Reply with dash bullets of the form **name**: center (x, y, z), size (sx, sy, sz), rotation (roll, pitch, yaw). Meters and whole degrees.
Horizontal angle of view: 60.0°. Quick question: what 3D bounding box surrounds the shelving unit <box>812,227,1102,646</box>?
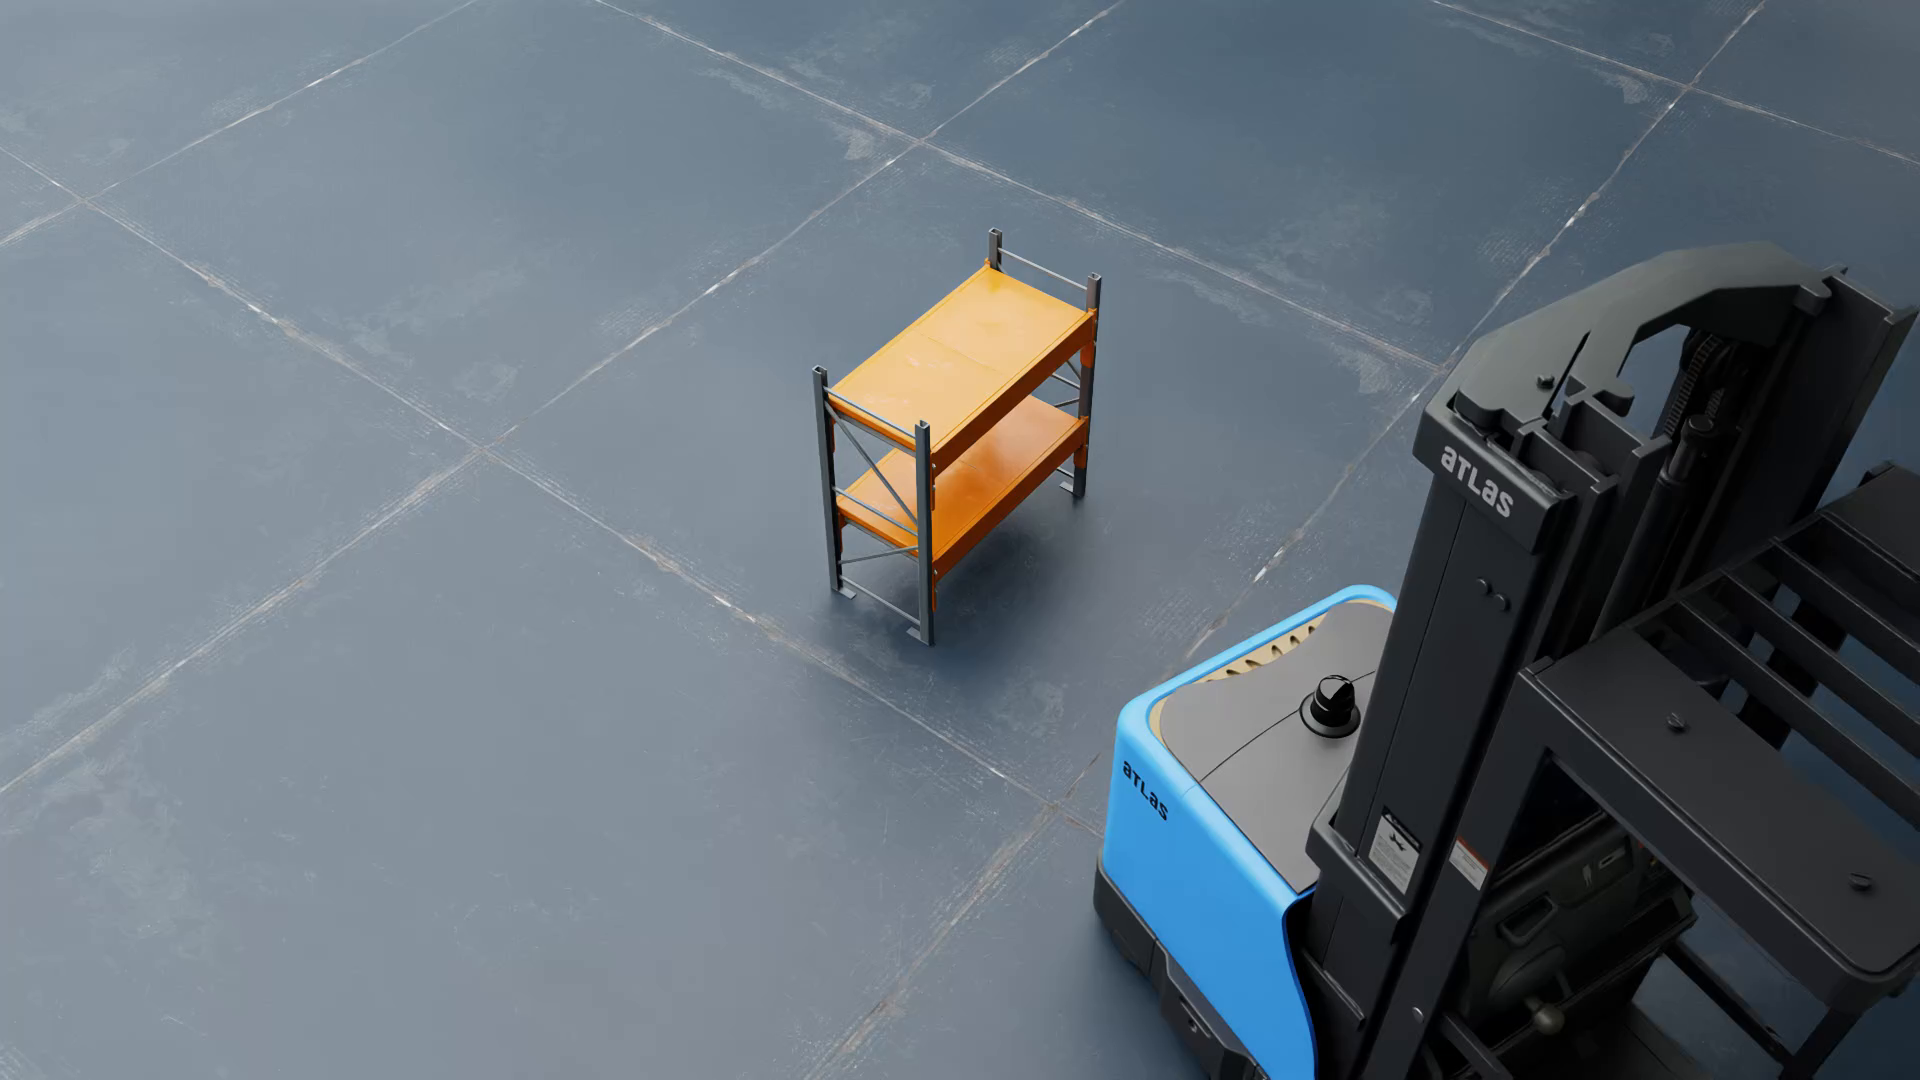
- **shelving unit**: center (0.004, -0.392, 6.347), size (0.538, 1.125, 1.048), rotation (29, 53, 25)

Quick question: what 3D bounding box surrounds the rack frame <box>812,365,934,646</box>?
- **rack frame**: center (-0.307, -0.102, 6.069), size (0.500, 1.125, 0.032), rotation (29, 53, 25)

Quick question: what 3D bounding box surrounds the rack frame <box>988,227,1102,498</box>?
- **rack frame**: center (0.315, -0.683, 6.625), size (0.500, 1.125, 0.032), rotation (29, 53, 25)

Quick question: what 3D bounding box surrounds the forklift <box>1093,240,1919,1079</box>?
- **forklift**: center (1.653, 0.931, 3.833), size (1.130, 2.935, 3.031), rotation (-25, 51, -22)

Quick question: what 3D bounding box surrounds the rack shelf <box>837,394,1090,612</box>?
- **rack shelf**: center (0.004, -0.224, 6.524), size (0.538, 0.278, 1.000), rotation (29, 53, 25)

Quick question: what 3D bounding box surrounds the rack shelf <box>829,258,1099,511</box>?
- **rack shelf**: center (0.004, -0.595, 6.135), size (0.538, 0.278, 1.000), rotation (29, 53, 25)
